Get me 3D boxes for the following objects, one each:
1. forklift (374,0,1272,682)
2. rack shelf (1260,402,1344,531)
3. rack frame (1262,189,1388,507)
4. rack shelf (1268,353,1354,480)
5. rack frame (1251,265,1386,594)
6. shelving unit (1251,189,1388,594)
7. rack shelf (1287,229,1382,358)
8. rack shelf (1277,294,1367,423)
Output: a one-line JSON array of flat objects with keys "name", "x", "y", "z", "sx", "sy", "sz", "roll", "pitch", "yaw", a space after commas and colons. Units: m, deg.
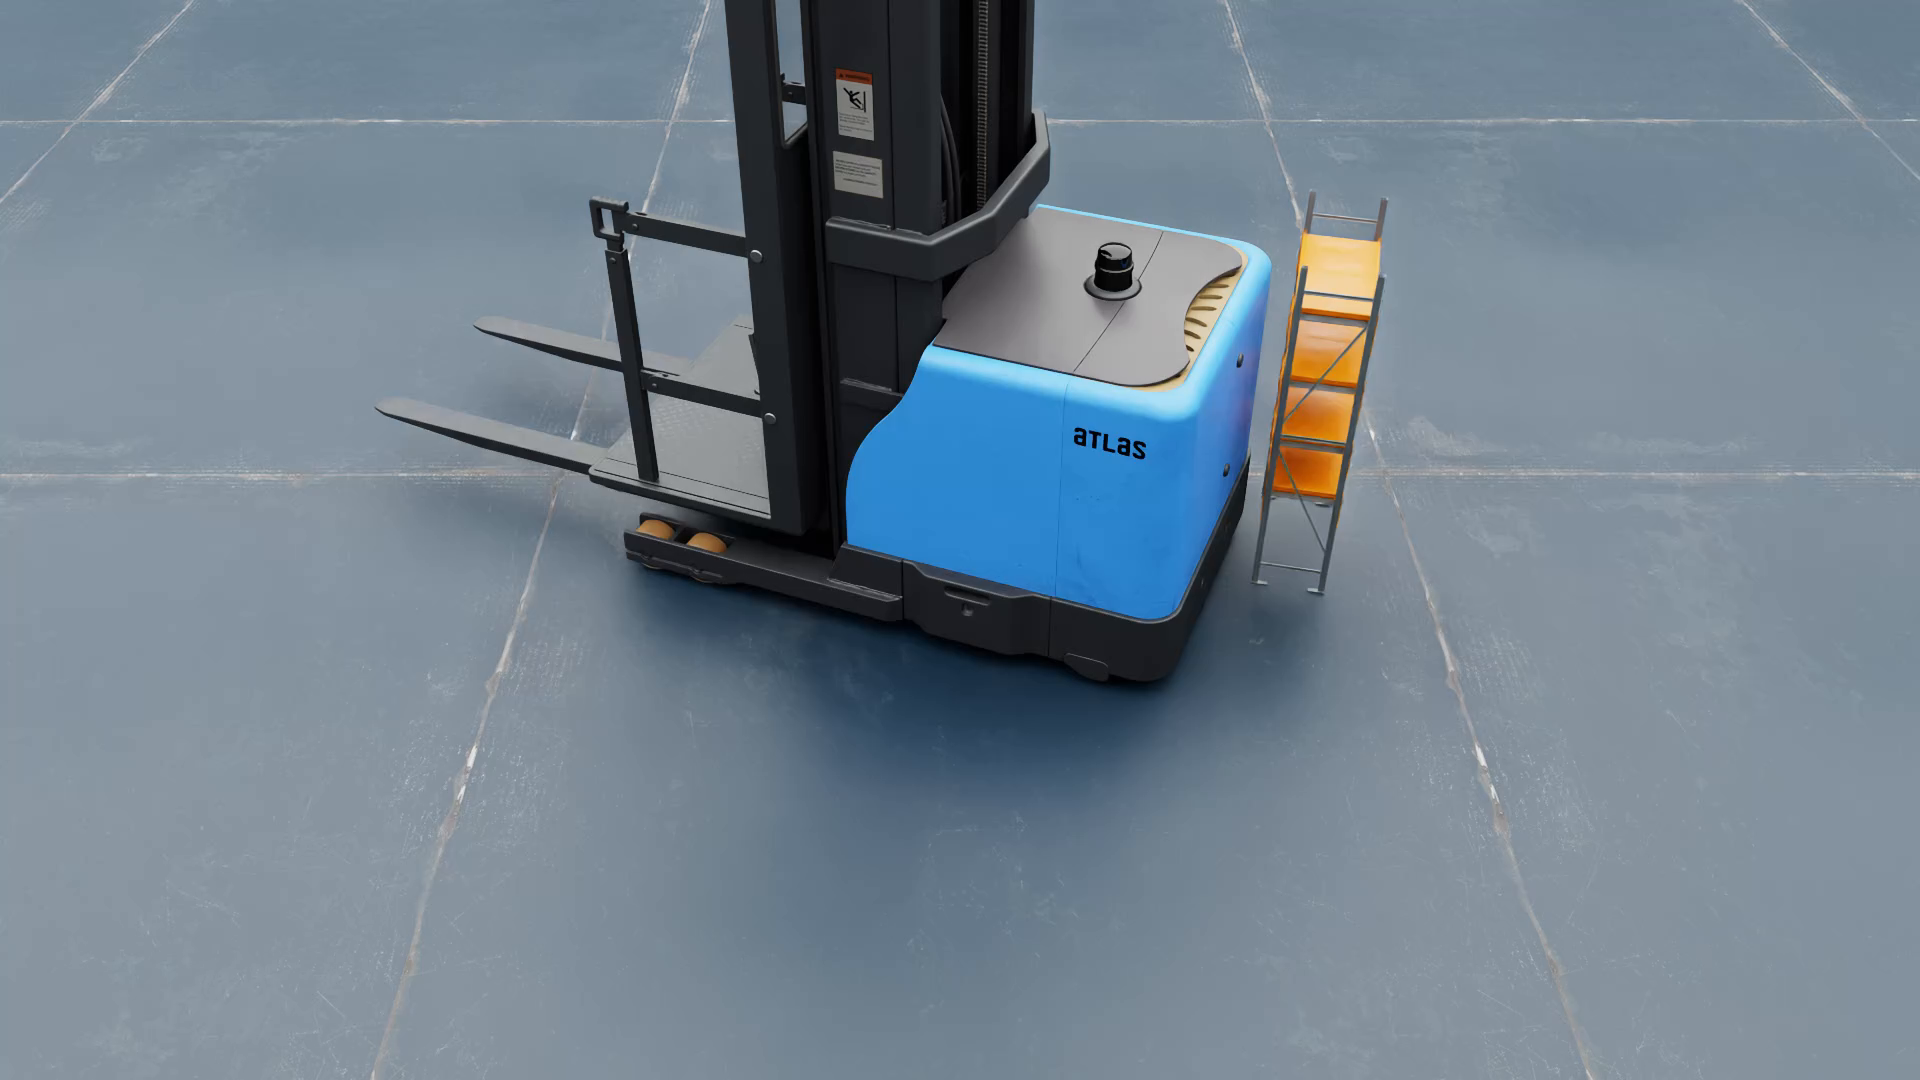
[{"name": "forklift", "x": -0.584, "y": -1.290, "z": 5.016, "sx": 3.031, "sy": 2.935, "sz": 1.130, "roll": 14, "pitch": 41, "yaw": 17}, {"name": "rack shelf", "x": 1.148, "y": -0.251, "z": 5.526, "sx": 0.258, "sy": 0.148, "sz": 0.480, "roll": 8, "pitch": 39, "yaw": 9}, {"name": "rack frame", "x": 1.203, "y": -0.607, "z": 5.545, "sx": 0.240, "sy": 1.200, "sz": 0.015, "roll": 8, "pitch": 39, "yaw": 9}, {"name": "rack shelf", "x": 1.150, "y": -0.405, "z": 5.401, "sx": 0.258, "sy": 0.148, "sz": 0.480, "roll": 8, "pitch": 39, "yaw": 9}, {"name": "rack frame", "x": 1.099, "y": -0.309, "z": 5.173, "sx": 0.240, "sy": 1.200, "sz": 0.015, "roll": 8, "pitch": 39, "yaw": 9}, {"name": "shelving unit", "x": 1.151, "y": -0.458, "z": 5.359, "sx": 0.258, "sy": 1.200, "sz": 0.503, "roll": 8, "pitch": 39, "yaw": 9}, {"name": "rack shelf", "x": 1.155, "y": -0.764, "z": 5.112, "sx": 0.258, "sy": 0.148, "sz": 0.480, "roll": 8, "pitch": 39, "yaw": 9}, {"name": "rack shelf", "x": 1.152, "y": -0.579, "z": 5.261, "sx": 0.258, "sy": 0.148, "sz": 0.480, "roll": 8, "pitch": 39, "yaw": 9}]
